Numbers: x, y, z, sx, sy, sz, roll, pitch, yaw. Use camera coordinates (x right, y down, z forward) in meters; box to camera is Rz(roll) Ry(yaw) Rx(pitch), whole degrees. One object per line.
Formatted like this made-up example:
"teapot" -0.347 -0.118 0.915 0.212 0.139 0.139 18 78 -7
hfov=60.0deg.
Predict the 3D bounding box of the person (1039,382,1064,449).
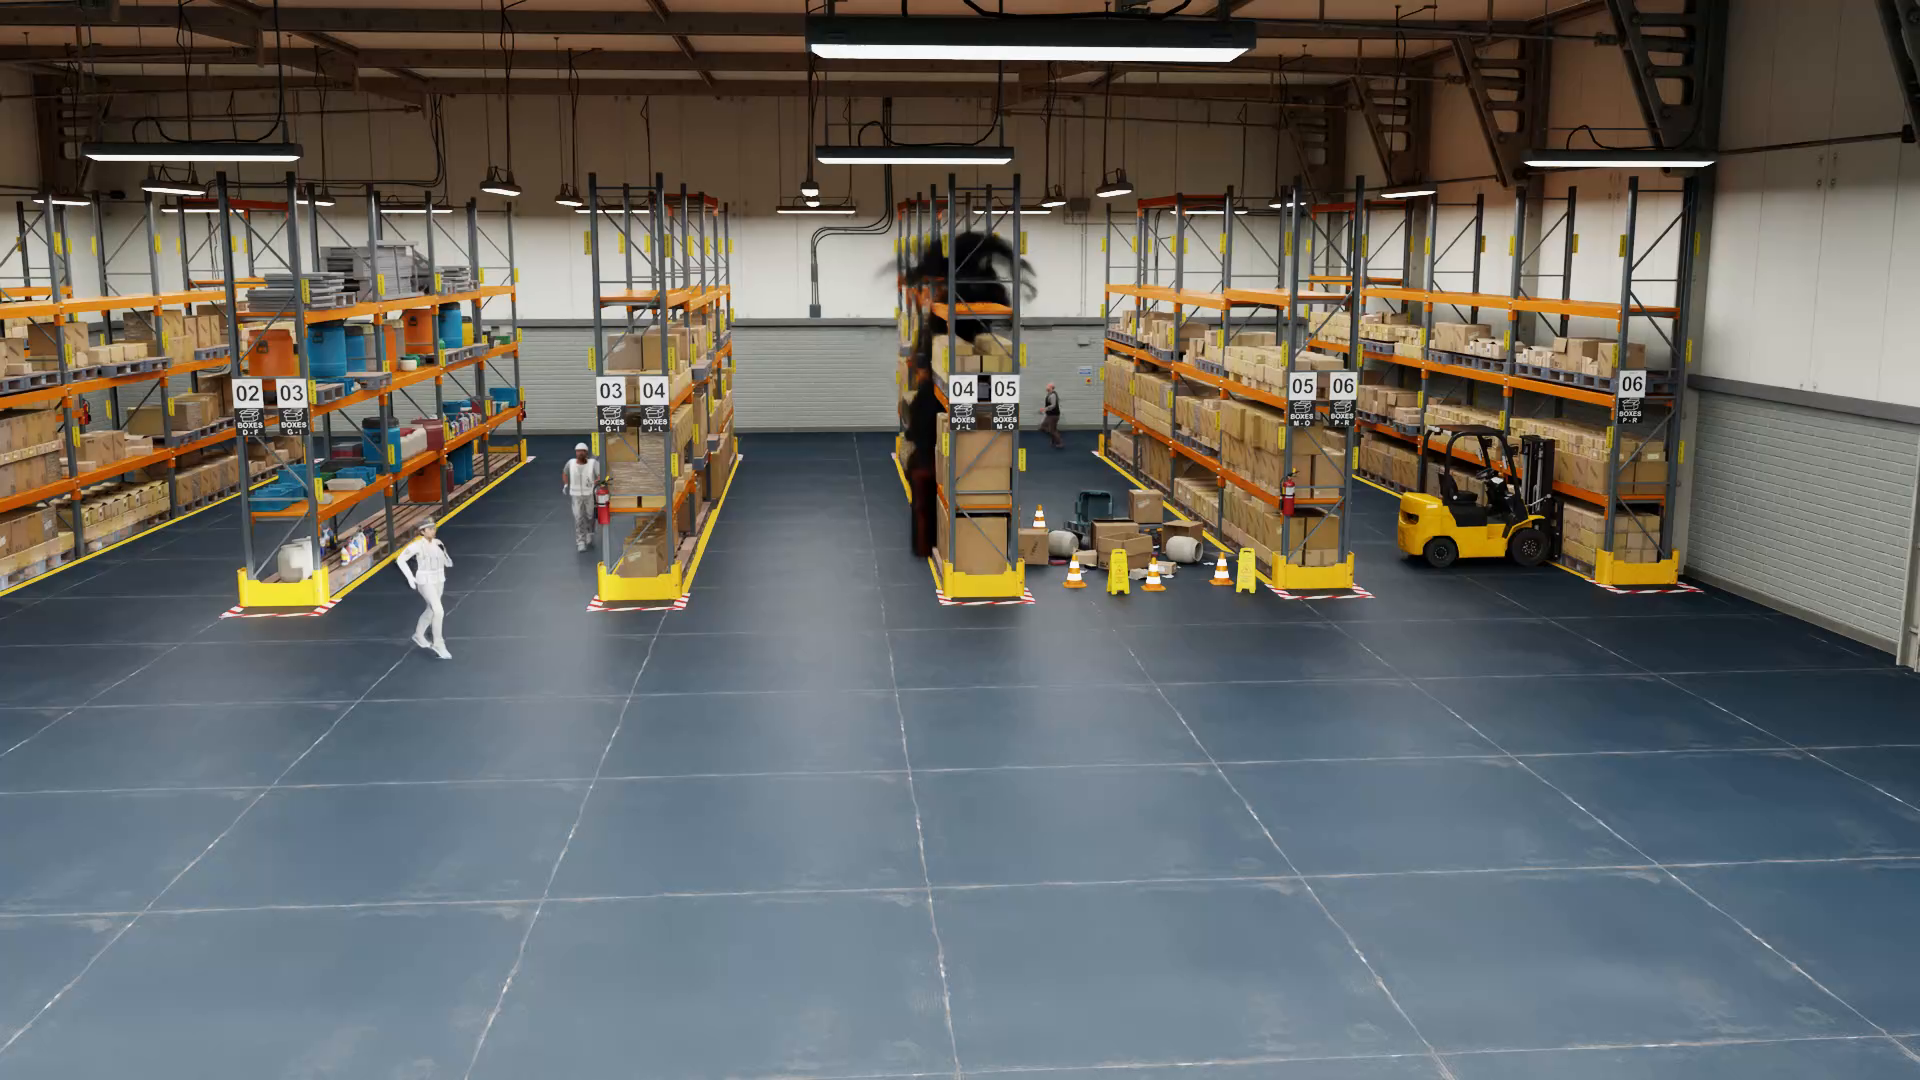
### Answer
"person" 2.270 -3.100 41.446 0.671 1.672 0.655 0 10 -2

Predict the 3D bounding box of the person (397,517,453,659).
"person" -6.555 0.581 20.547 0.765 1.745 0.583 5 11 25

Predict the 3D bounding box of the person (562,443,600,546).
"person" -6.278 -0.774 27.739 0.703 1.716 0.712 -2 10 -9
